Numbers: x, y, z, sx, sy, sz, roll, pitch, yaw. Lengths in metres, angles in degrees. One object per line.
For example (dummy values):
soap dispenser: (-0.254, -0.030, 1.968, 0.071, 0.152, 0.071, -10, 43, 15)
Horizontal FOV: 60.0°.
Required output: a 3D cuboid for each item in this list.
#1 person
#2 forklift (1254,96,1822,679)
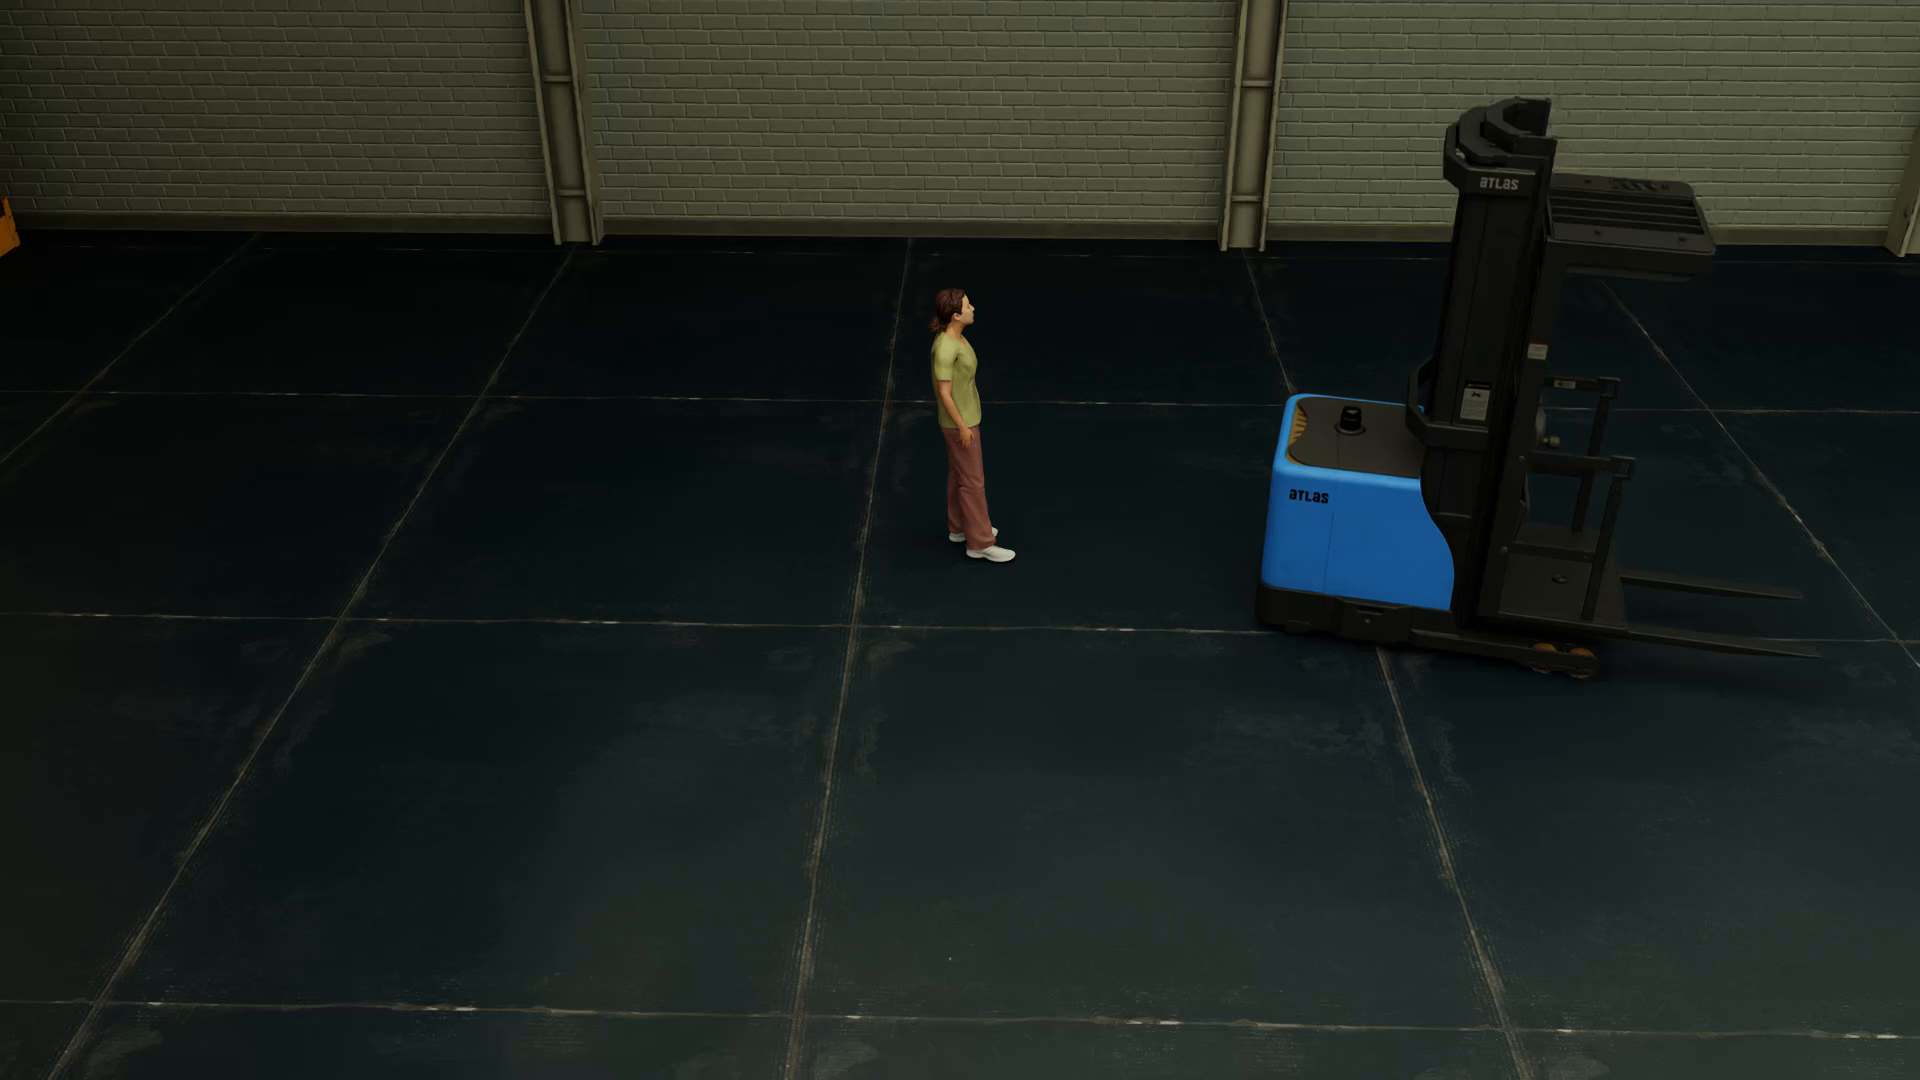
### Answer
person: (0.074, -0.721, 10.059, 0.548, 1.673, 0.553, 1, 31, 1)
forklift: (3.282, -0.796, 8.965, 3.031, 2.935, 1.130, 8, 31, 13)
